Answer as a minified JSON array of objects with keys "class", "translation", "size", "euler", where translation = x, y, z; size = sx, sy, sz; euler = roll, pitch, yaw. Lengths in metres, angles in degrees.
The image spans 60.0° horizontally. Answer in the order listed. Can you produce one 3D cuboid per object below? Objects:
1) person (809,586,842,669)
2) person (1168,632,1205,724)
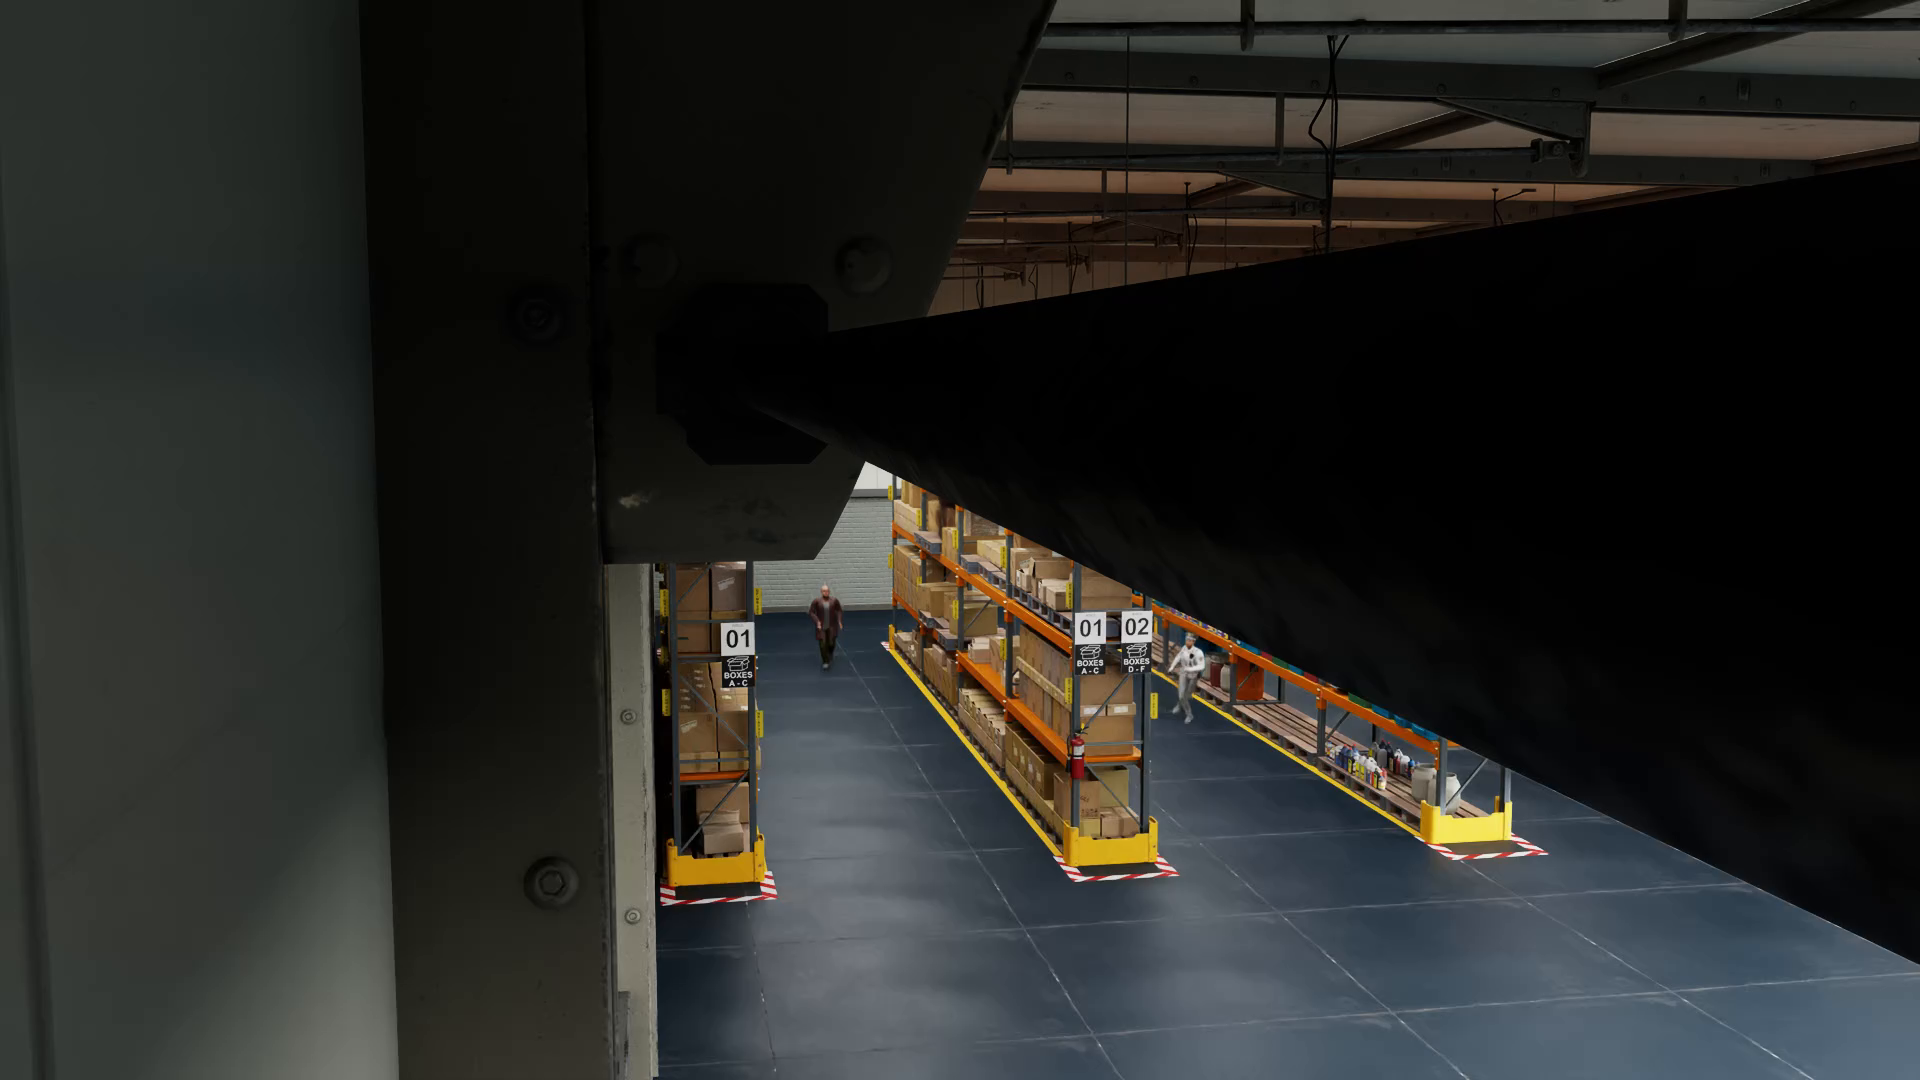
[{"class":"person","translation":[-2.753,1.787,34.175],"size":[0.693,1.724,0.675],"euler":[-1,6,-9]},{"class":"person","translation":[4.003,2.395,29.233],"size":[0.710,1.632,0.636],"euler":[3,7,24]}]
